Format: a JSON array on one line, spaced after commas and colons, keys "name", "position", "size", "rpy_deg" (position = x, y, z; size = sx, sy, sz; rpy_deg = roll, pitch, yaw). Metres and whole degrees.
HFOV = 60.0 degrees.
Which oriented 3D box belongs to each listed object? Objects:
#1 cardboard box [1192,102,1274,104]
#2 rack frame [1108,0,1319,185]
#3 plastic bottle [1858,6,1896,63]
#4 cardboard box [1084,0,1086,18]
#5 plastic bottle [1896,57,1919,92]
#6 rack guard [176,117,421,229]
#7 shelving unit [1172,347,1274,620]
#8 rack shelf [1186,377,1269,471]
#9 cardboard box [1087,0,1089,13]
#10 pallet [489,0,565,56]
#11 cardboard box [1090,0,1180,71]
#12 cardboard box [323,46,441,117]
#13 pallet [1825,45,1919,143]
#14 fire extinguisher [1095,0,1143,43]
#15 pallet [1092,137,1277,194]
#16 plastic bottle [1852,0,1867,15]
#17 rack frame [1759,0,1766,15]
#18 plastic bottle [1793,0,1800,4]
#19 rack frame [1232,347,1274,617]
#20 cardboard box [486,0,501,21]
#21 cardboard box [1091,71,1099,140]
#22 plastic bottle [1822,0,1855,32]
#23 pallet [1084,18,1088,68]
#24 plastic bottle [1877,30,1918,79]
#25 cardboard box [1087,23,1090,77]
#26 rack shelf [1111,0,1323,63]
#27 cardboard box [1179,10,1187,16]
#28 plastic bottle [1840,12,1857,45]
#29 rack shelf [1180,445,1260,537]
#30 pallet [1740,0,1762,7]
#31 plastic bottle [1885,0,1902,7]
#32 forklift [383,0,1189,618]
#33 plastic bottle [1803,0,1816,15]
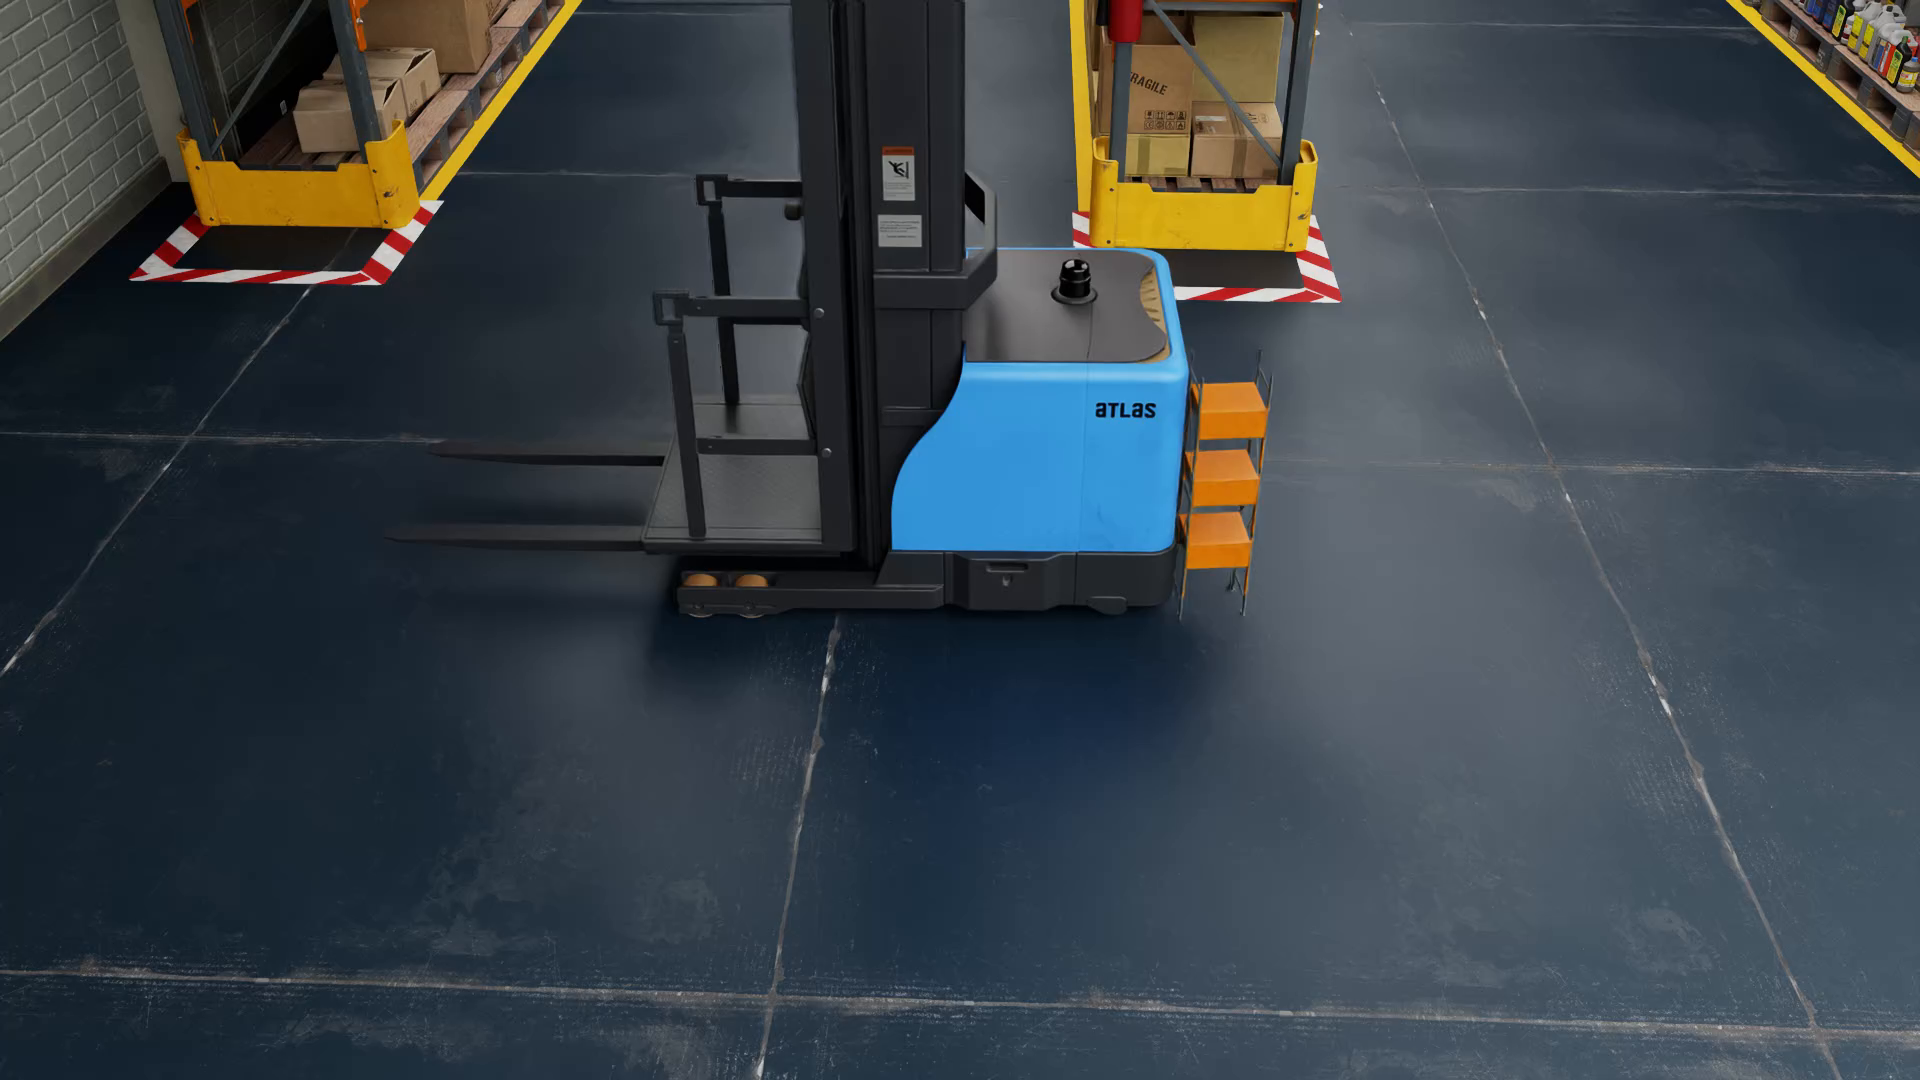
[{"name": "cardboard box", "position": [1.558, -2.541, 9.783], "size": [0.500, 0.250, 0.500], "rpy_deg": [1, 35, 2]}, {"name": "rack frame", "position": [1.298, -2.904, 8.273], "size": [1.000, 3.000, 0.127], "rpy_deg": [1, 35, 2]}, {"name": "plastic bottle", "position": [5.929, -3.268, 10.712], "size": [0.144, 0.351, 0.185], "rpy_deg": [3, 35, 4]}, {"name": "cardboard box", "position": [1.112, -3.702, 11.435], "size": [0.500, 0.250, 0.500], "rpy_deg": [1, 35, 2]}, {"name": "plastic bottle", "position": [5.883, -2.888, 10.301], "size": [0.097, 0.201, 0.097], "rpy_deg": [0, 35, 0]}, {"name": "rack guard", "position": [-3.649, -2.037, 9.214], "size": [1.175, 0.500, 0.348], "rpy_deg": [1, 35, 2]}, {"name": "shelving unit", "position": [0.950, -0.190, 6.105], "size": [0.252, 1.050, 0.215], "rpy_deg": [-2, 35, -4]}, {"name": "rack shelf", "position": [0.950, -0.414, 5.950], "size": [0.240, 0.259, 0.215], "rpy_deg": [-2, 35, -4]}, {"name": "cardboard box", "position": [1.087, -3.722, 10.811], "size": [0.500, 0.500, 0.500], "rpy_deg": [1, 35, 2]}, {"name": "pallet", "position": [-3.483, -3.787, 11.954], "size": [1.003, 0.211, 1.213], "rpy_deg": [1, 35, 2]}, {"name": "cardboard box", "position": [1.048, -3.147, 9.993], "size": [0.500, 0.500, 0.500], "rpy_deg": [1, 35, 2]}, {"name": "cardboard box", "position": [-3.511, -2.819, 10.108], "size": [0.500, 0.311, 0.500], "rpy_deg": [4, 35, 6]}, {"name": "pallet", "position": [6.293, -2.857, 10.631], "size": [1.003, 0.211, 1.213], "rpy_deg": [1, 35, 2]}, {"name": "fire extinguisher", "position": [0.829, -2.815, 8.214], "size": [0.296, 0.674, 0.183], "rpy_deg": [1, 35, 2]}, {"name": "pallet", "position": [1.287, -2.203, 9.701], "size": [1.003, 0.211, 1.213], "rpy_deg": [1, 35, 2]}, {"name": "plastic bottle", "position": [5.985, -3.501, 11.113], "size": [0.097, 0.271, 0.097], "rpy_deg": [0, 35, 0]}, {"name": "rack frame", "position": [6.408, -5.085, 11.377], "size": [1.000, 3.000, 0.127], "rpy_deg": [1, 35, 2]}, {"name": "plastic bottle", "position": [5.953, -3.889, 11.726], "size": [0.097, 0.201, 0.097], "rpy_deg": [0, 35, 0]}, {"name": "rack frame", "position": [1.072, -0.195, 6.113], "size": [0.008, 1.050, 0.200], "rpy_deg": [-2, 35, -4]}, {"name": "cardboard box", "position": [-3.493, -3.874, 11.445], "size": [0.500, 0.500, 0.500], "rpy_deg": [-1, 35, -2]}, {"name": "cardboard box", "position": [1.032, -2.553, 9.800], "size": [0.500, 0.250, 0.500], "rpy_deg": [1, 35, 2]}, {"name": "plastic bottle", "position": [5.953, -3.619, 11.212], "size": [0.144, 0.351, 0.185], "rpy_deg": [0, 35, 0]}, {"name": "pallet", "position": [1.385, -3.605, 11.696], "size": [1.003, 0.211, 1.213], "rpy_deg": [1, 35, 2]}, {"name": "plastic bottle", "position": [5.920, -3.062, 10.485], "size": [0.152, 0.276, 0.135], "rpy_deg": [2, 35, 2]}, {"name": "cardboard box", "position": [1.072, -3.128, 10.618], "size": [0.500, 0.250, 0.500], "rpy_deg": [1, 35, 2]}, {"name": "rack shelf", "position": [1.378, -3.759, 10.115], "size": [1.077, 0.370, 4.000], "rpy_deg": [1, 35, 2]}, {"name": "cardboard box", "position": [1.567, -3.135, 9.976], "size": [0.500, 0.500, 0.500], "rpy_deg": [1, 35, 2]}, {"name": "plastic bottle", "position": [5.918, -3.396, 11.024], "size": [0.097, 0.201, 0.097], "rpy_deg": [0, 35, 0]}, {"name": "rack shelf", "position": [0.950, -0.181, 6.111], "size": [0.240, 0.259, 0.215], "rpy_deg": [-2, 35, -4]}, {"name": "pallet", "position": [6.400, -4.397, 12.822], "size": [1.003, 0.211, 1.213], "rpy_deg": [1, 35, 2]}, {"name": "plastic bottle", "position": [6.526, -3.808, 11.481], "size": [0.144, 0.351, 0.185], "rpy_deg": [1, 35, 2]}, {"name": "forklift", "position": [-0.696, -1.206, 5.917], "size": [3.031, 2.935, 1.130], "rpy_deg": [1, 35, 1]}, {"name": "plastic bottle", "position": [5.971, -3.792, 11.523], "size": [0.152, 0.276, 0.135], "rpy_deg": [3, 35, 4]}]
